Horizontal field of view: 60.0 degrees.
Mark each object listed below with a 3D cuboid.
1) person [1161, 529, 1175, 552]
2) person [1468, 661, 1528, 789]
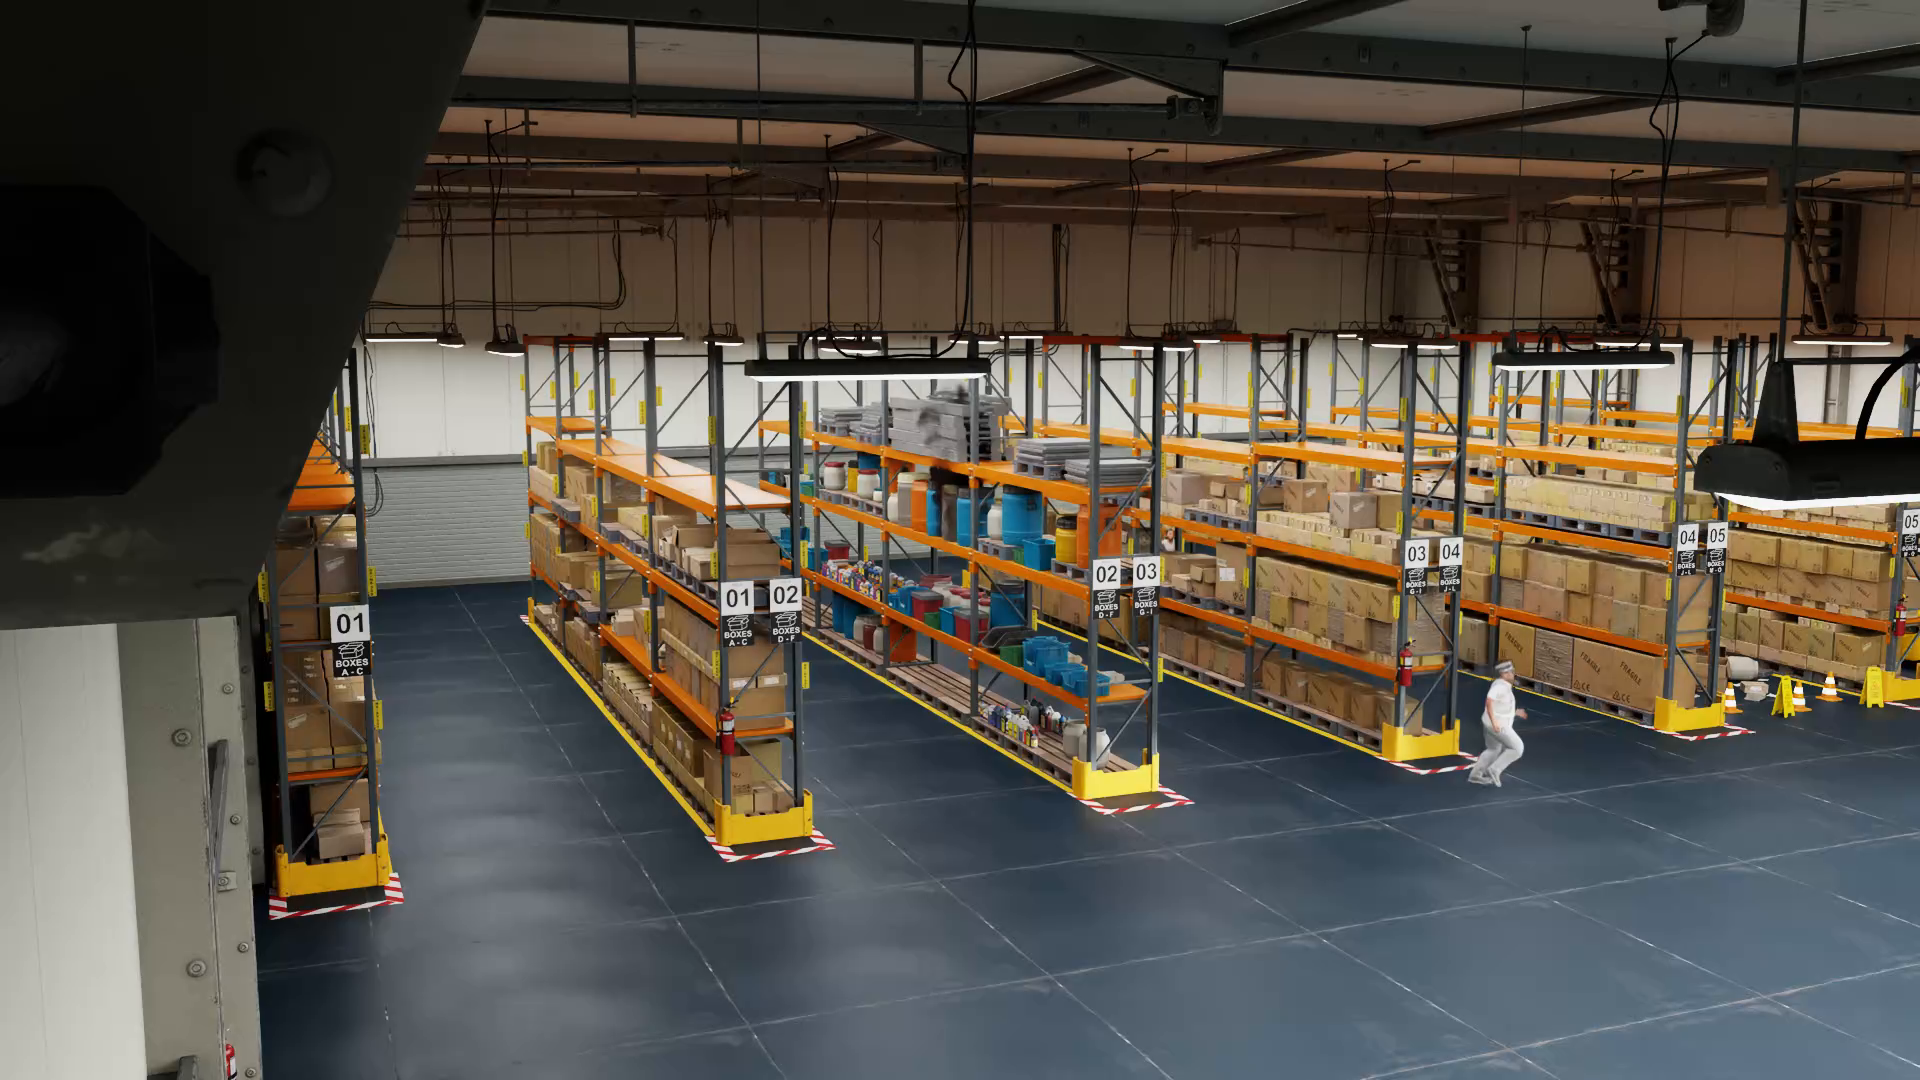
[{"bbox_3d":[4.678,0.565,37.273,0.569,1.685,0.795,-2,8,-13],"label":"person"},{"bbox_3d":[7.310,2.491,22.529,0.756,1.732,0.585,1,8,5],"label":"person"}]
